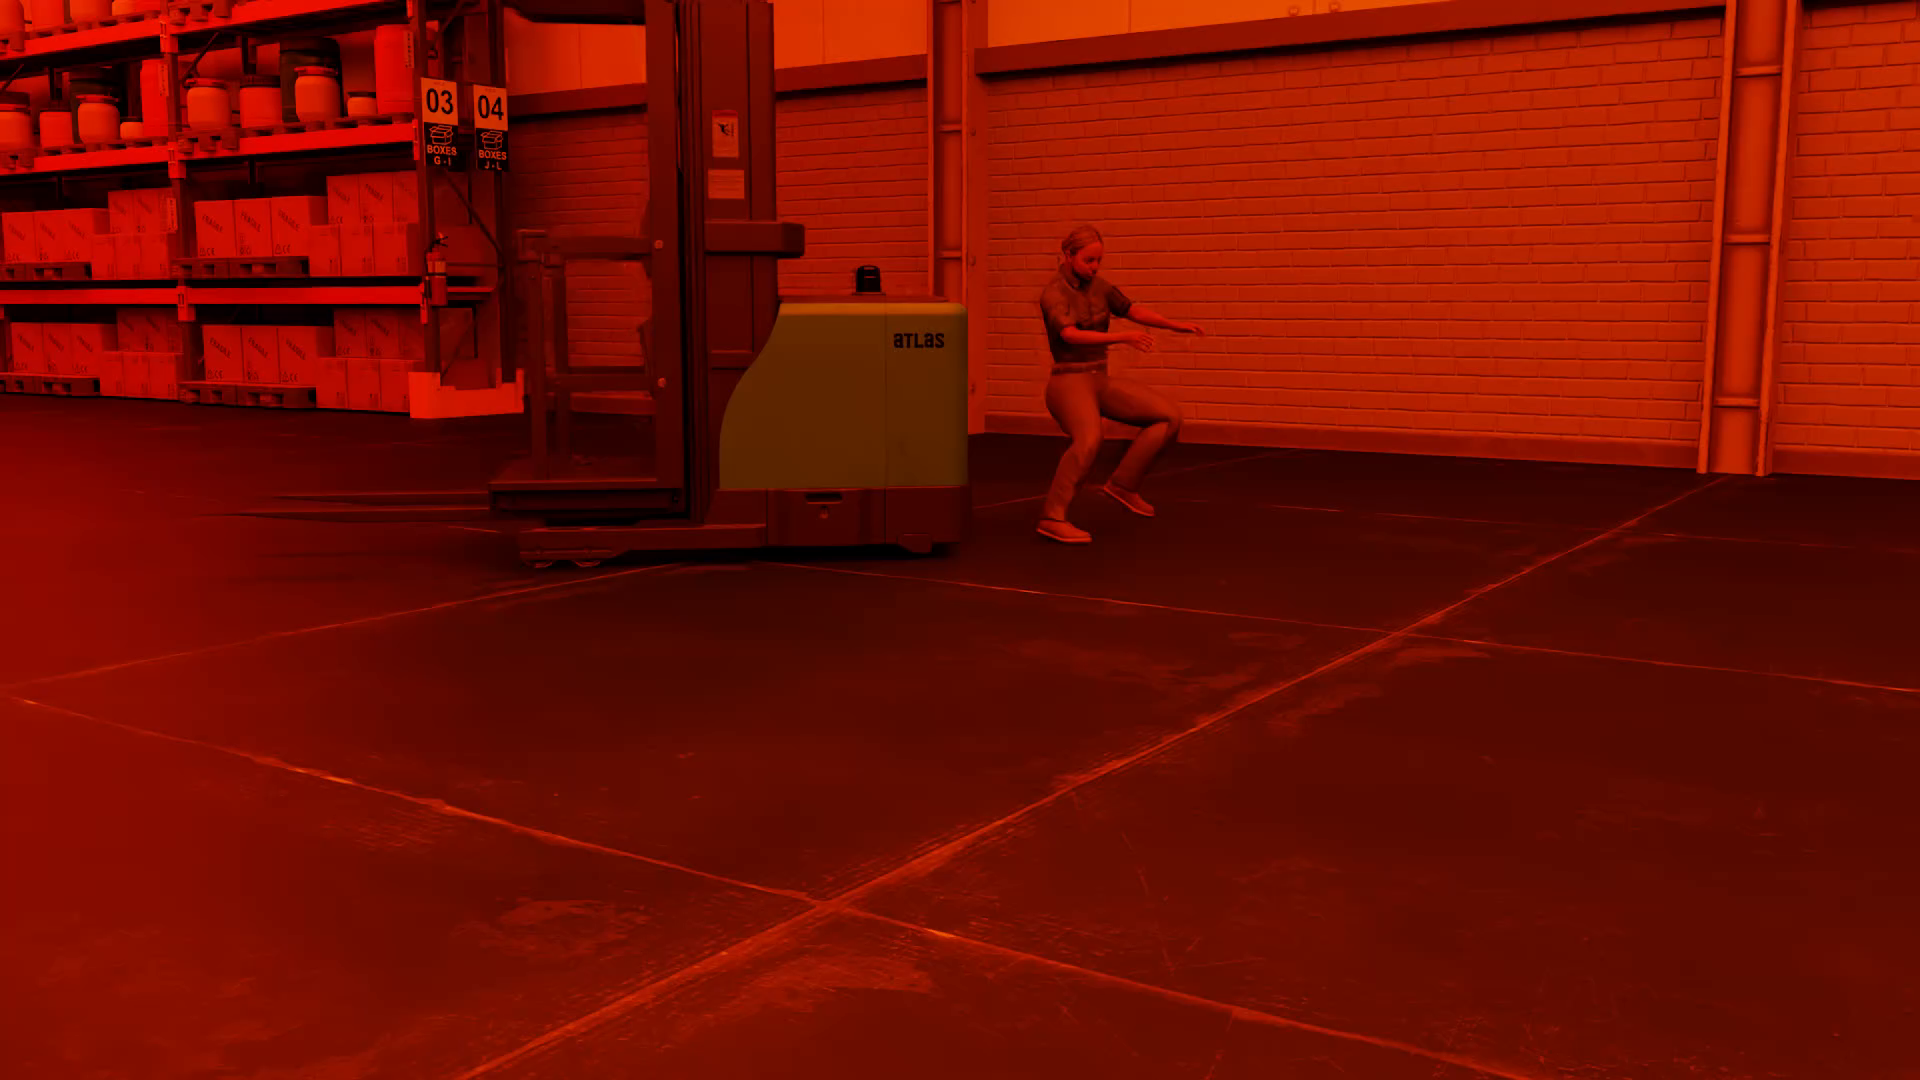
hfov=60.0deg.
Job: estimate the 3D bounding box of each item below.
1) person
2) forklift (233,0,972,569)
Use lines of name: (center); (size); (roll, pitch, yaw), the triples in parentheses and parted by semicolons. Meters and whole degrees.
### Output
person: (0.719, -0.738, 7.738); (0.716, 1.420, 0.873); (8, 11, 43)
forklift: (-1.510, -1.414, 7.135); (3.031, 2.935, 1.130); (-1, 8, -8)
